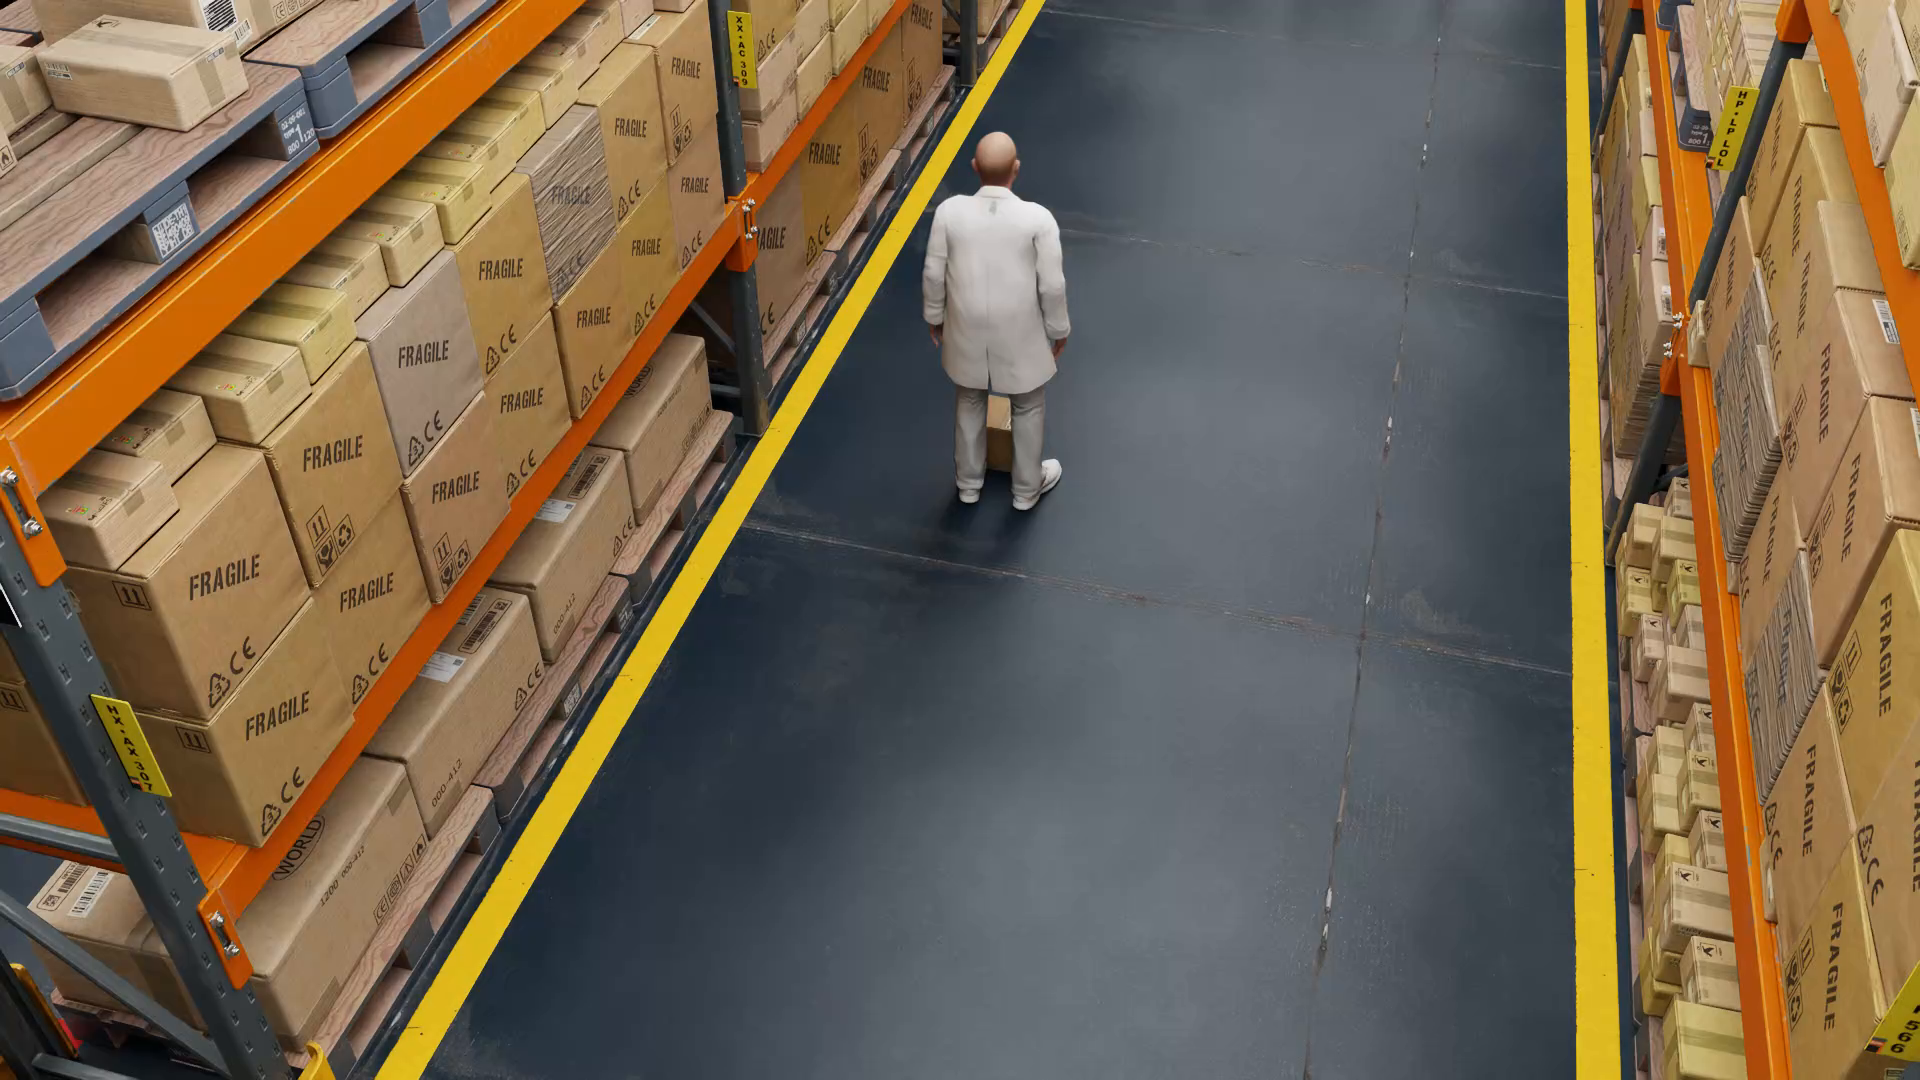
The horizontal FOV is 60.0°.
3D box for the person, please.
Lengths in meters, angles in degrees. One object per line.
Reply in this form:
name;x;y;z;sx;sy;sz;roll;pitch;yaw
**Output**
person;0.157;-0.926;7.254;0.654;1.774;0.415;9;41;10
